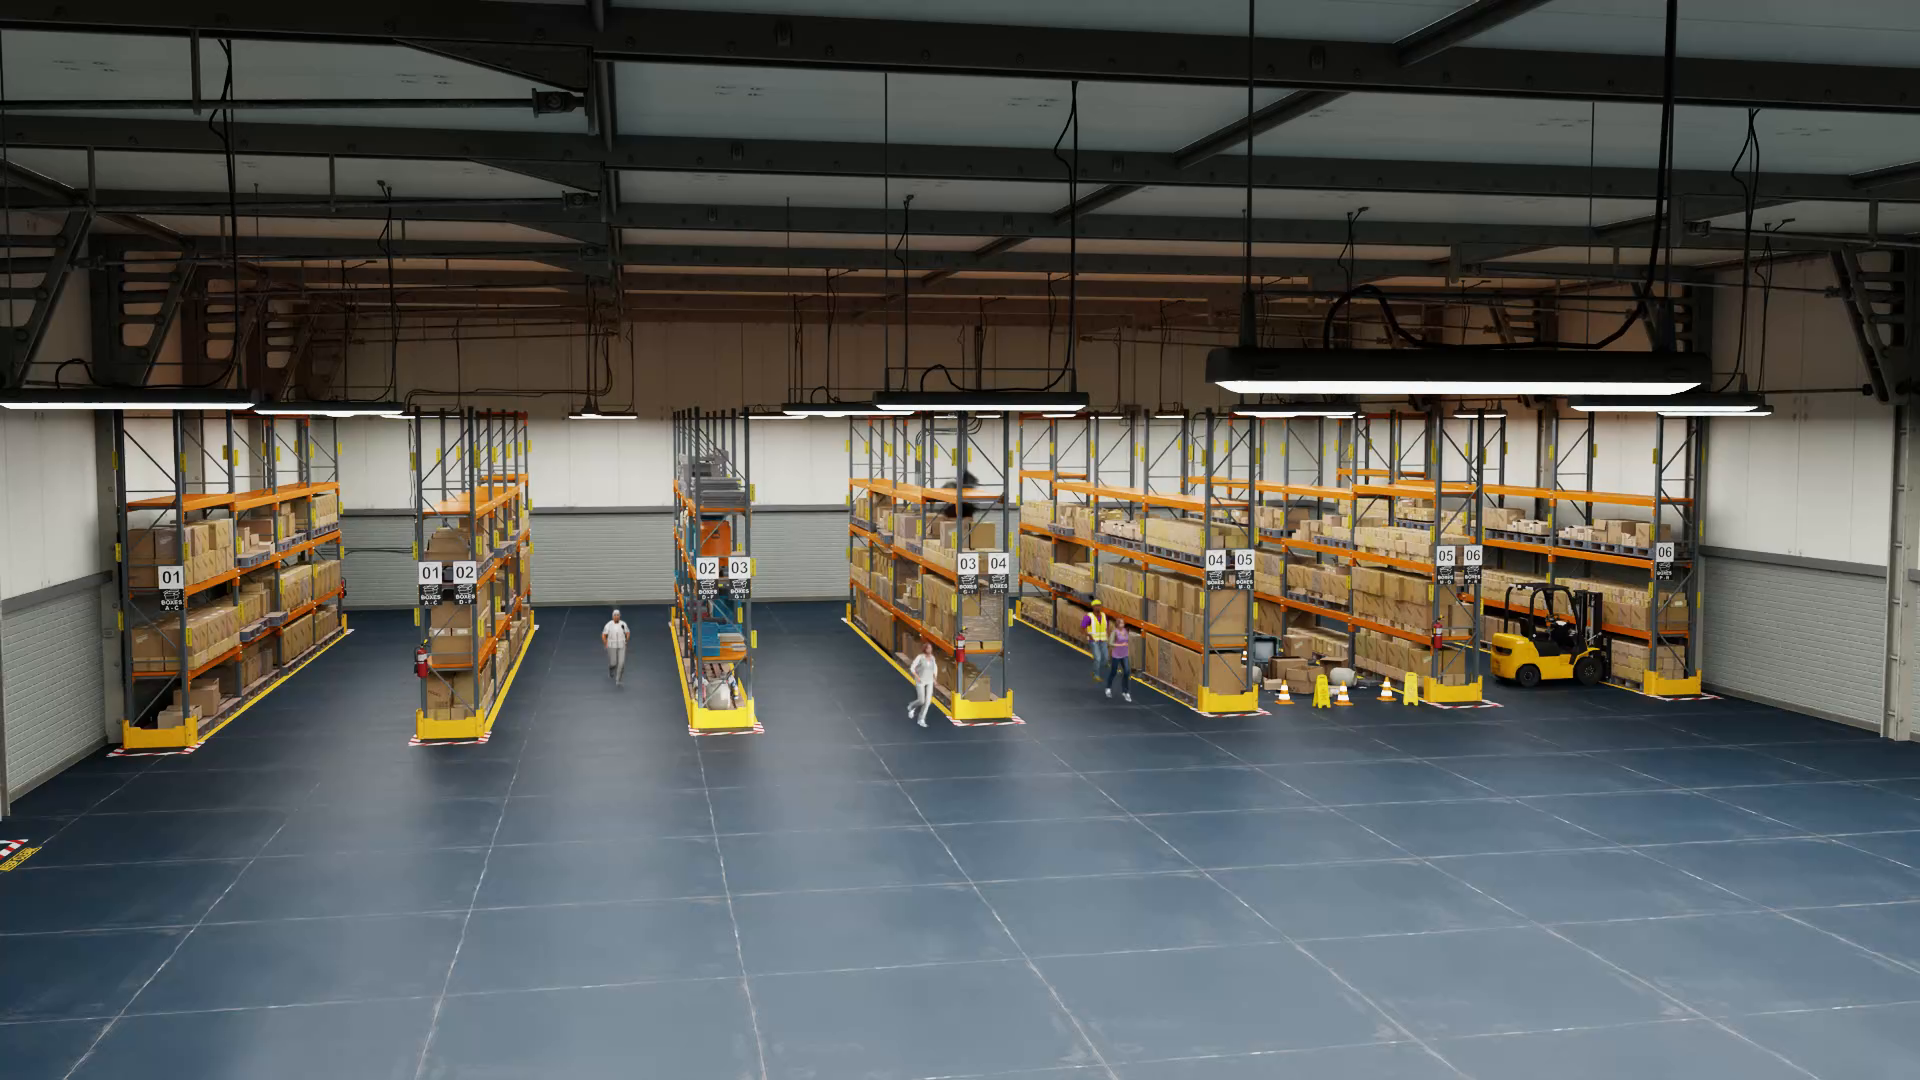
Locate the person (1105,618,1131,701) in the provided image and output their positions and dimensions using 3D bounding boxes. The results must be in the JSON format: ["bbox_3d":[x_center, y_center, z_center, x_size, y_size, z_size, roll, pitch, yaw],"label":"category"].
[{"bbox_3d":[3.174,2.366,33.295,0.576,1.629,0.754,-2,5,-31],"label":"person"}]

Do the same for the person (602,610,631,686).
[{"bbox_3d":[-7.504,2.342,36.356,0.614,1.631,0.575,-1,4,-19],"label":"person"}]

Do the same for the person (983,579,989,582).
[{"bbox_3d":[0.803,1.552,46.471,0.677,1.745,0.861,-1,4,-10],"label":"person"}]

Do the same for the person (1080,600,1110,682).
[{"bbox_3d":[2.866,2.108,34.787,0.697,1.732,0.559,-2,4,-23],"label":"person"}]

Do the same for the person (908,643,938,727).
[{"bbox_3d":[-0.680,2.725,31.544,0.562,1.547,0.603,-2,5,-29],"label":"person"}]
